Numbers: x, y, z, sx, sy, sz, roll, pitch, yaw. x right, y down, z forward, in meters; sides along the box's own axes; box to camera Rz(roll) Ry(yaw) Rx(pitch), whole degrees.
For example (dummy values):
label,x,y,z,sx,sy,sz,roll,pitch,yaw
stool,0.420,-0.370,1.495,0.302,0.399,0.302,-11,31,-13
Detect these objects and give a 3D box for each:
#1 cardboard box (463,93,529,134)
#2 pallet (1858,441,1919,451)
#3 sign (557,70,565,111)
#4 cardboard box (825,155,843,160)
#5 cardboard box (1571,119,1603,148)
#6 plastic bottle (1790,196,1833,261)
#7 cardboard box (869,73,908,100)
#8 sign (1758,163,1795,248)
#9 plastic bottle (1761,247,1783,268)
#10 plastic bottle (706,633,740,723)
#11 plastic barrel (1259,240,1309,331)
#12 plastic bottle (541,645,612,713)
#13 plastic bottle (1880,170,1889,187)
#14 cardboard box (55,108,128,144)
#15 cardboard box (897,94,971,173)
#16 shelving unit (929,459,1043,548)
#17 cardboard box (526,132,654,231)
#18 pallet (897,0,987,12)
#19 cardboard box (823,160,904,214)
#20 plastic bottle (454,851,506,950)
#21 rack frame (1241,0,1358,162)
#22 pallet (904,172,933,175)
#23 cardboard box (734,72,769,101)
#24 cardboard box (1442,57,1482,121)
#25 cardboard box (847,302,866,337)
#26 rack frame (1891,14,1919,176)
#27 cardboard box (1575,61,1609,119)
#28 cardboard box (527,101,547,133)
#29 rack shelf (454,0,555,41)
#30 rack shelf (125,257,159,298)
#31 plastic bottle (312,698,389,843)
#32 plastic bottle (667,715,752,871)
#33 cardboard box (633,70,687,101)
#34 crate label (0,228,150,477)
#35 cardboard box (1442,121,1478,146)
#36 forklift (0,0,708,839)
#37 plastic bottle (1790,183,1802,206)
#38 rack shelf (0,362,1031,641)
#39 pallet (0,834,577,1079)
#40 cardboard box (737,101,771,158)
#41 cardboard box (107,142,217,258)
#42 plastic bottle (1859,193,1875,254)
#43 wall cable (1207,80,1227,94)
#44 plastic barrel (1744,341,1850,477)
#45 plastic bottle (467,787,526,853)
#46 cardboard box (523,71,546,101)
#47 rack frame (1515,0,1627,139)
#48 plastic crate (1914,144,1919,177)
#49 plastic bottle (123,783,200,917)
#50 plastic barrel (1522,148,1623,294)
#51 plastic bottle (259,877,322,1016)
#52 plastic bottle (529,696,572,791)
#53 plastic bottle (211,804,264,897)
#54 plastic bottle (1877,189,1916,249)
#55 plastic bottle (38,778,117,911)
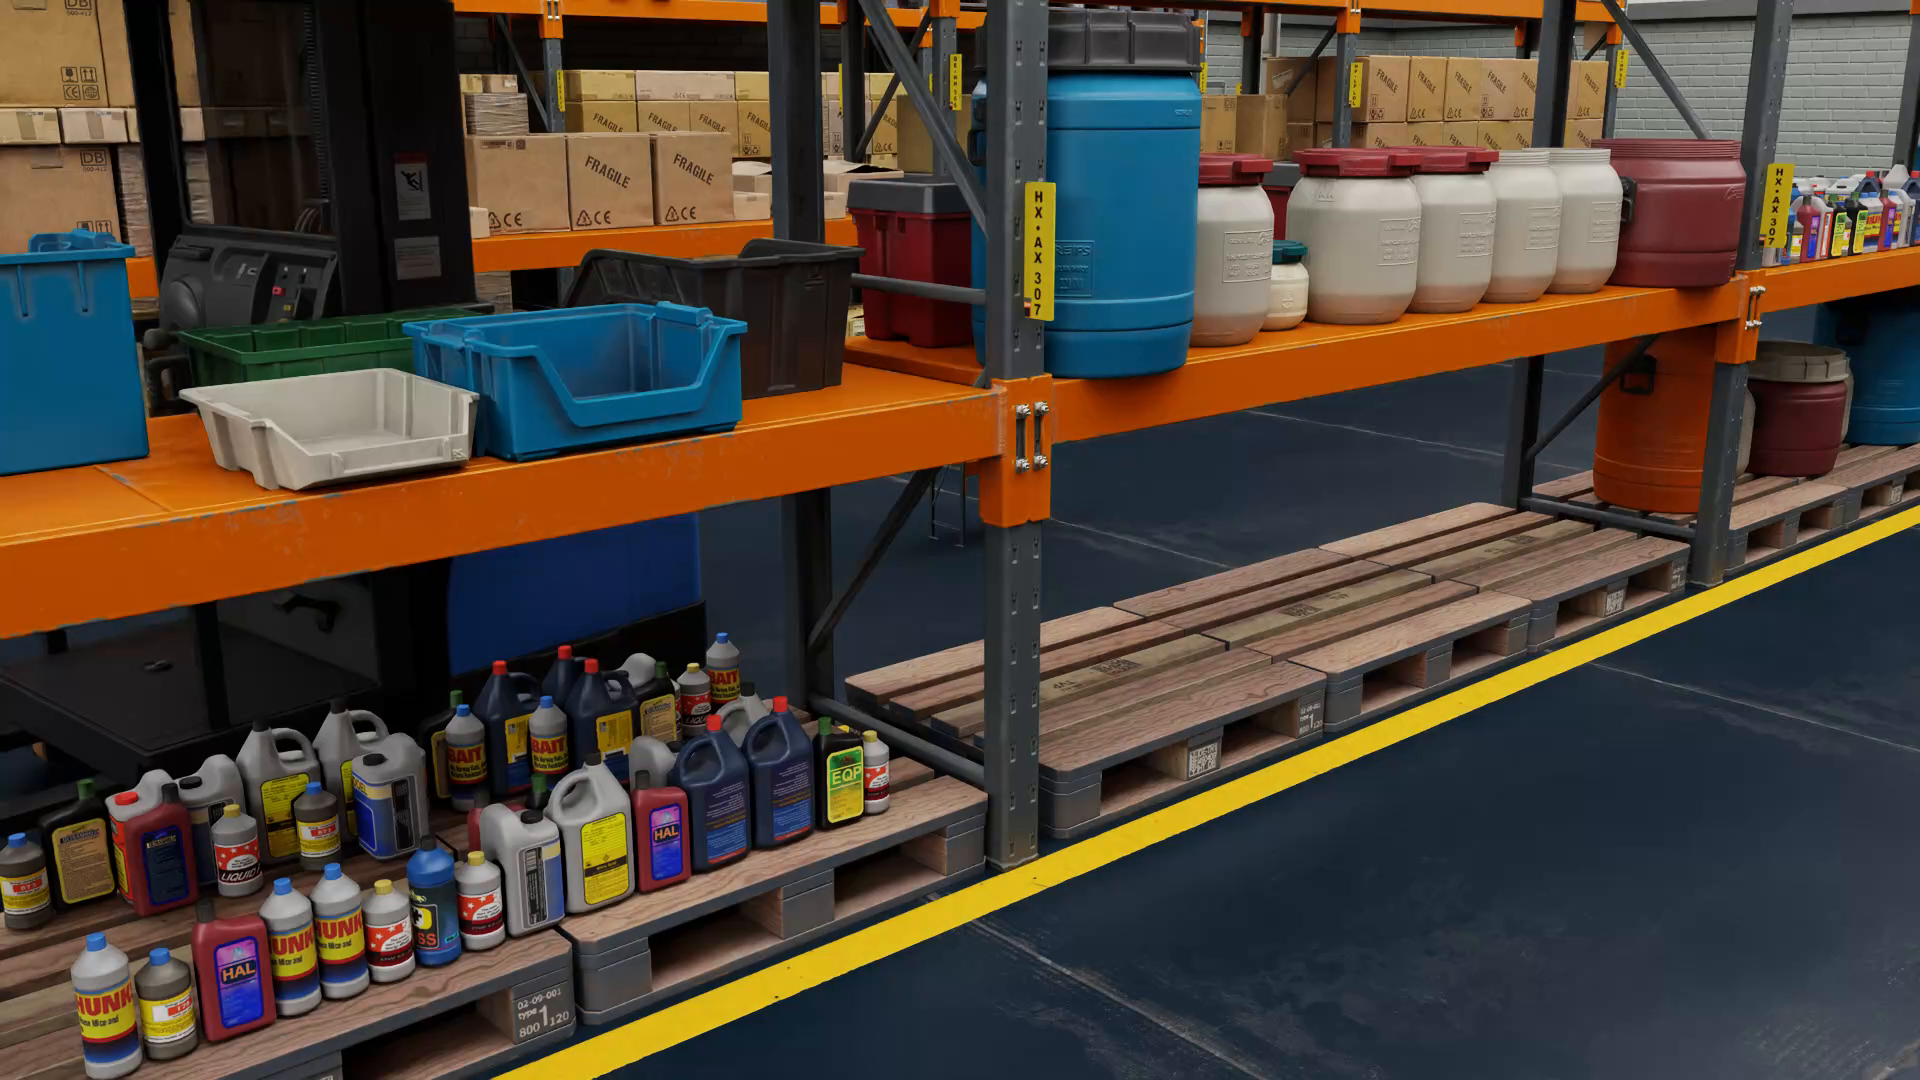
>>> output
label,x,y,z,sx,sy,sz,roll,pitch,yaw
cardboard box,-3.996,-3.455,13.826,0.700,0.500,0.500,13,20,40
pallet,5.264,-0.555,9.419,1.213,0.211,1.003,-13,19,-39
sign,-3.284,-3.693,13.673,0.005,0.325,0.100,-13,19,-39
cardboard box,-1.260,-3.591,15.828,0.250,0.149,0.380,-13,19,-39
cardboard box,5.483,-3.587,15.172,0.500,0.500,0.500,-12,19,-38
plastic bottle,3.743,-1.376,7.329,0.135,0.276,0.152,-13,19,-39
cardboard box,-0.814,-4.389,16.105,0.500,0.250,0.500,-12,19,-38
sign,3.222,-1.320,6.563,0.005,0.325,0.100,-13,19,-39
plastic bottle,3.394,-1.298,7.036,0.135,0.276,0.152,-13,19,-39
plastic bottle,-0.690,0.405,4.857,0.097,0.271,0.097,0,15,0
plastic barrel,0.937,-0.797,5.189,0.301,0.262,0.301,0,15,0
plastic bottle,-1.043,0.454,4.520,0.185,0.351,0.144,-12,19,-38
plastic bottle,5.317,-1.989,9.611,0.133,0.283,0.061,-13,19,-39
cardboard box,-3.859,-1.822,7.308,0.250,0.149,0.380,-13,20,-41
cardboard box,0.008,-2.692,11.008,0.700,0.500,0.500,8,17,28
shelving unit,0.125,-0.608,7.700,0.503,1.200,0.258,-13,19,-39
cardboard box,-2.045,-1.984,9.171,0.500,0.500,0.500,-13,19,-39
pallet,-0.006,-5.496,16.874,1.213,0.211,1.003,-13,19,-39
cardboard box,-0.696,-2.216,10.406,0.500,0.311,0.500,-11,19,-36
plastic bottle,-1.043,0.774,3.608,0.097,0.201,0.097,0,15,0
rack frame,2.625,-2.990,13.130,0.127,3.000,1.000,-13,19,-39
pallet,0.072,-2.348,11.099,1.003,0.211,1.213,-13,19,-39
cardboard box,-1.975,-4.131,15.140,0.500,0.250,0.500,-13,20,-40
cardboard box,3.942,-3.721,13.735,0.500,0.500,0.500,-13,20,-41
cardboard box,-0.626,-1.321,10.310,0.500,0.311,0.500,-12,19,-38
rack frame,5.873,-2.025,9.518,0.127,3.000,1.000,-13,19,-39
cardboard box,5.487,-4.070,15.042,0.500,0.500,0.500,-13,20,-40
cardboard box,-3.464,-3.609,14.639,0.500,0.500,0.500,-12,19,-39
rack shelf,-5.156,-4.039,12.639,4.000,0.370,1.077,-13,19,-39
rack shelf,-4.919,-0.948,6.881,4.000,0.370,1.077,-13,19,-39
plastic bottle,-1.506,0.558,4.130,0.185,0.351,0.144,-13,20,-40
plastic bottle,-0.603,0.595,3.989,0.185,0.351,0.144,-14,20,-42
cardboard box,-2.731,-3.958,14.492,0.500,0.250,0.500,-13,20,-40
crate label,-1.968,-0.373,3.267,0.616,0.435,0.502,-13,19,-39
cardboard box,3.951,-3.243,13.885,0.500,0.500,0.500,-13,20,-40
forklift,-2.209,-0.698,4.684,1.130,2.935,3.031,12,19,38
plastic bottle,4.243,-1.687,8.502,0.097,0.271,0.097,0,15,0
rack shelf,-1.670,0.017,3.268,4.000,0.370,1.077,-13,19,-39
pallet,-1.616,0.991,3.631,1.213,0.211,1.003,-13,19,-39
cardboard box,-1.949,-3.770,15.244,0.500,0.500,0.500,-12,19,-38
cardboard box,-3.741,-1.606,7.758,0.500,0.500,0.700,-13,20,-41
plastic bottle,4.124,-1.450,7.614,0.097,0.271,0.097,0,15,0
wall cable,2.733,-5.523,20.645,1.851,1.984,0.084,-13,19,-39
plastic barrel,4.066,-0.662,8.277,0.708,0.588,0.600,-13,19,-39
plastic bottle,-1.042,0.689,3.770,0.133,0.283,0.061,-13,19,-39
cardboard box,-3.476,-3.967,14.527,0.500,0.250,0.500,-12,19,-38
rack frame,5.642,-3.667,15.667,0.127,3.000,1.000,-13,19,-39
plastic crate,6.002,-2.192,10.057,0.575,0.384,0.392,-13,19,-39
plastic bottle,-1.803,0.695,3.748,0.133,0.283,0.061,-13,19,-39
plastic barrel,2.220,-1.185,6.158,0.421,0.512,0.421,0,15,0
plastic bottle,-1.348,0.809,3.343,0.097,0.271,0.097,0,15,0
plastic bottle,-1.073,0.540,4.350,0.097,0.271,0.097,0,15,0
plastic bottle,-1.673,0.711,3.845,0.097,0.201,0.097,0,15,0
plastic bottle,4.441,-1.533,7.915,0.135,0.276,0.152,-13,19,-39
plastic bottle,-2.005,0.688,3.773,0.133,0.283,0.061,-12,19,-38
